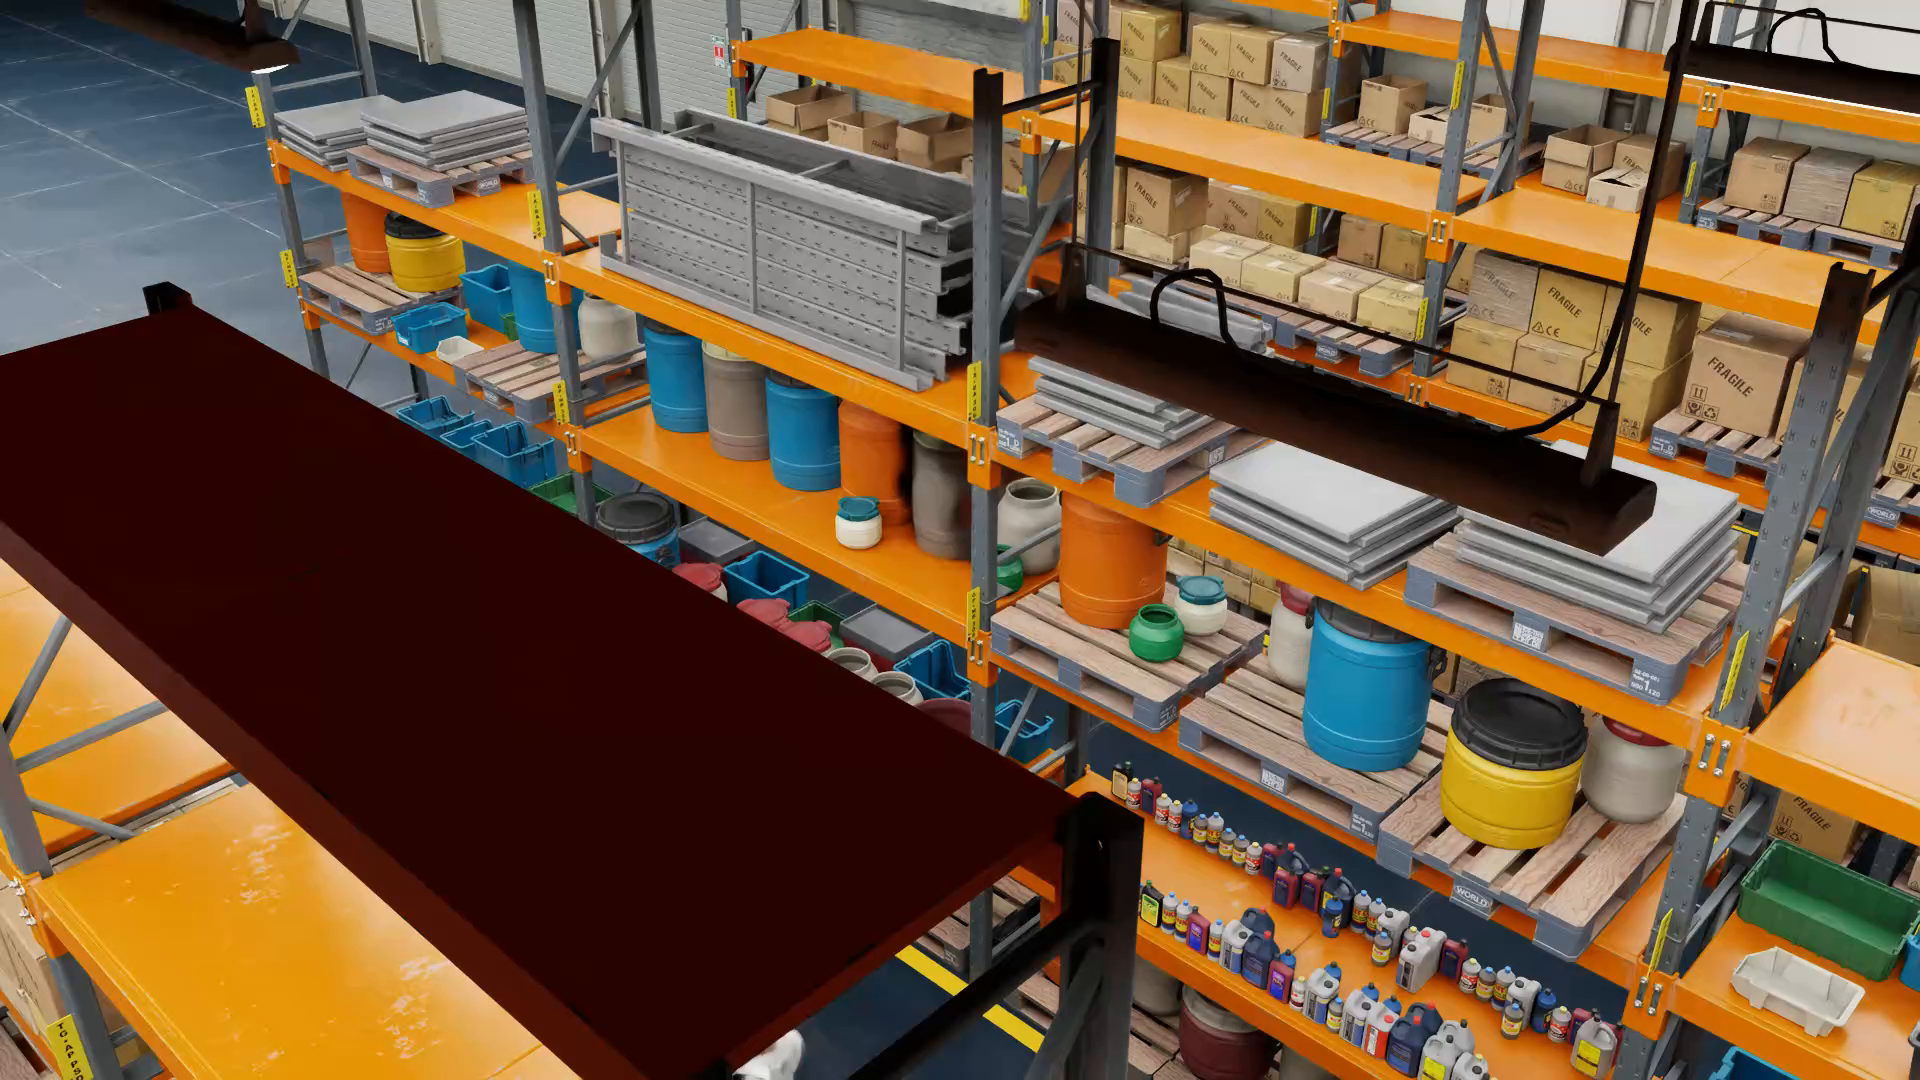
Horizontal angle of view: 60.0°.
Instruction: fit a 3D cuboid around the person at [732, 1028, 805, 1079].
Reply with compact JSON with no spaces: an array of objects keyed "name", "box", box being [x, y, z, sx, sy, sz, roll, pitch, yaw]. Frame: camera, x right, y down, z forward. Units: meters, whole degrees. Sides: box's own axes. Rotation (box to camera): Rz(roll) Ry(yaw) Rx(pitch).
[{"name":"person","box":[-1.046,3.056,8.714,0.706,1.714,0.632,19,35,30]}]
